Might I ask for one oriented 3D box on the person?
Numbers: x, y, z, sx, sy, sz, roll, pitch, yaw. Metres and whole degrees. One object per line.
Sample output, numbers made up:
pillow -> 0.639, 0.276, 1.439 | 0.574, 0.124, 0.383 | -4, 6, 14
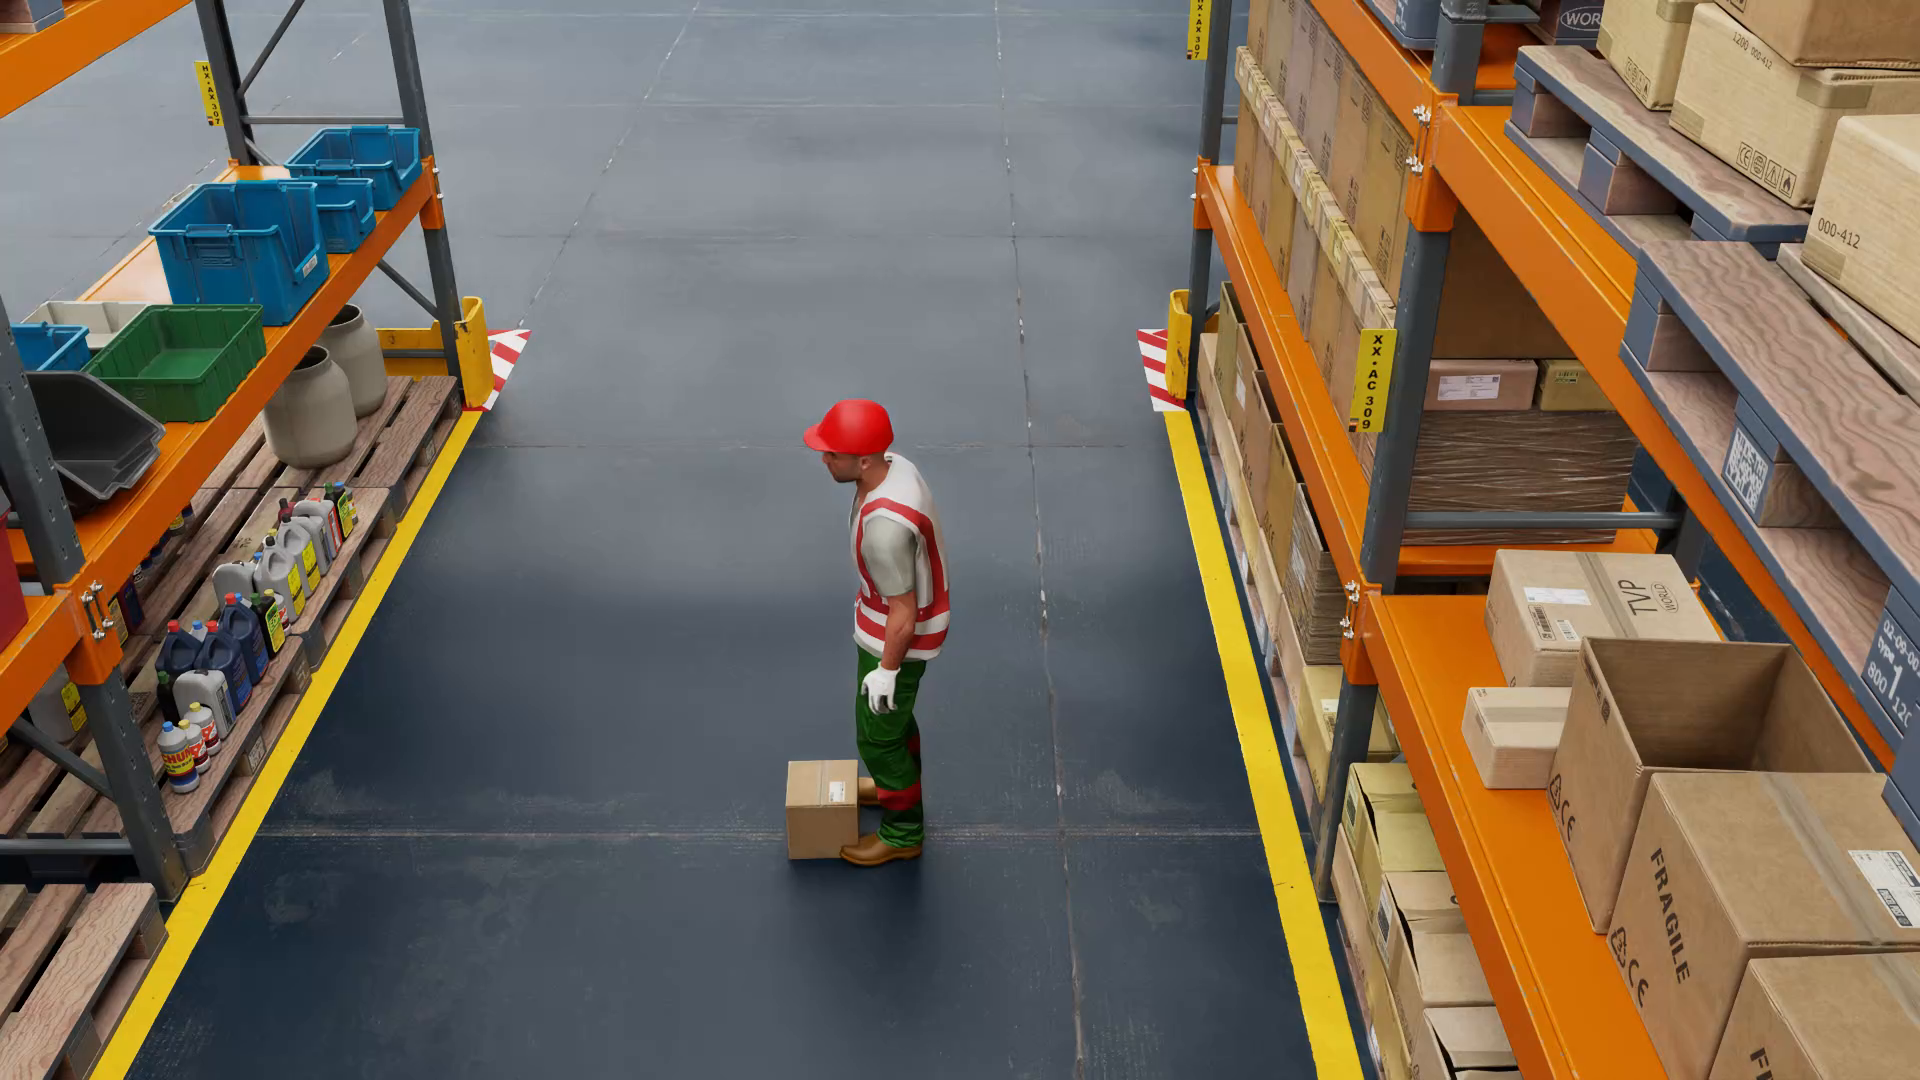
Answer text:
person -> -0.264, 0.313, 5.605 | 0.454, 1.777, 0.607 | -1, 31, -2
